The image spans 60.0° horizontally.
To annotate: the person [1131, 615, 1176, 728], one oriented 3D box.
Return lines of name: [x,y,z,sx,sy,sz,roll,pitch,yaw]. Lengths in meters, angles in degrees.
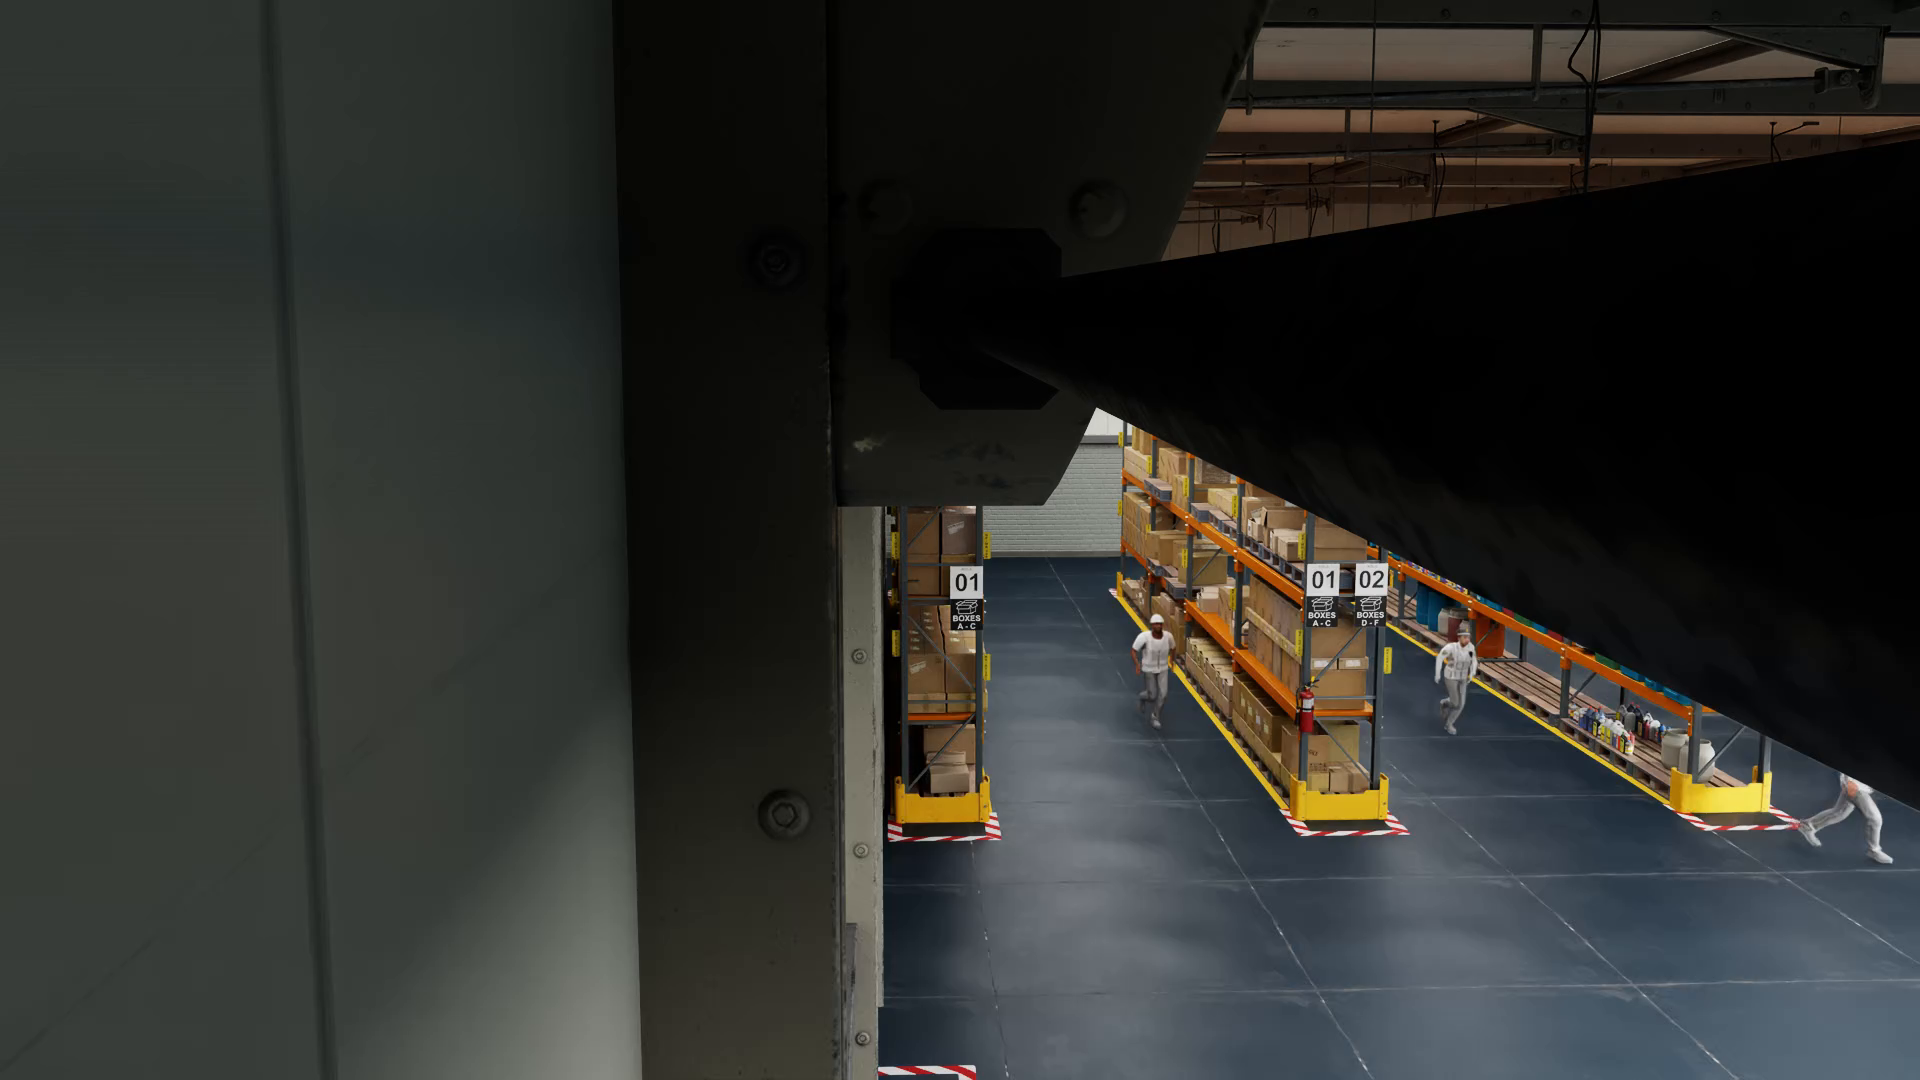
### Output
person: [2.950,1.957,25.253,0.715,1.720,0.643,-2,8,-15]

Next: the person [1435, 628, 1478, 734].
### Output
person: [7.395,2.061,24.817,0.597,1.624,0.619,-3,8,-17]

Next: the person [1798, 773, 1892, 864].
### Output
person: [10.304,2.837,19.171,0.666,1.618,1.110,-7,10,-39]
